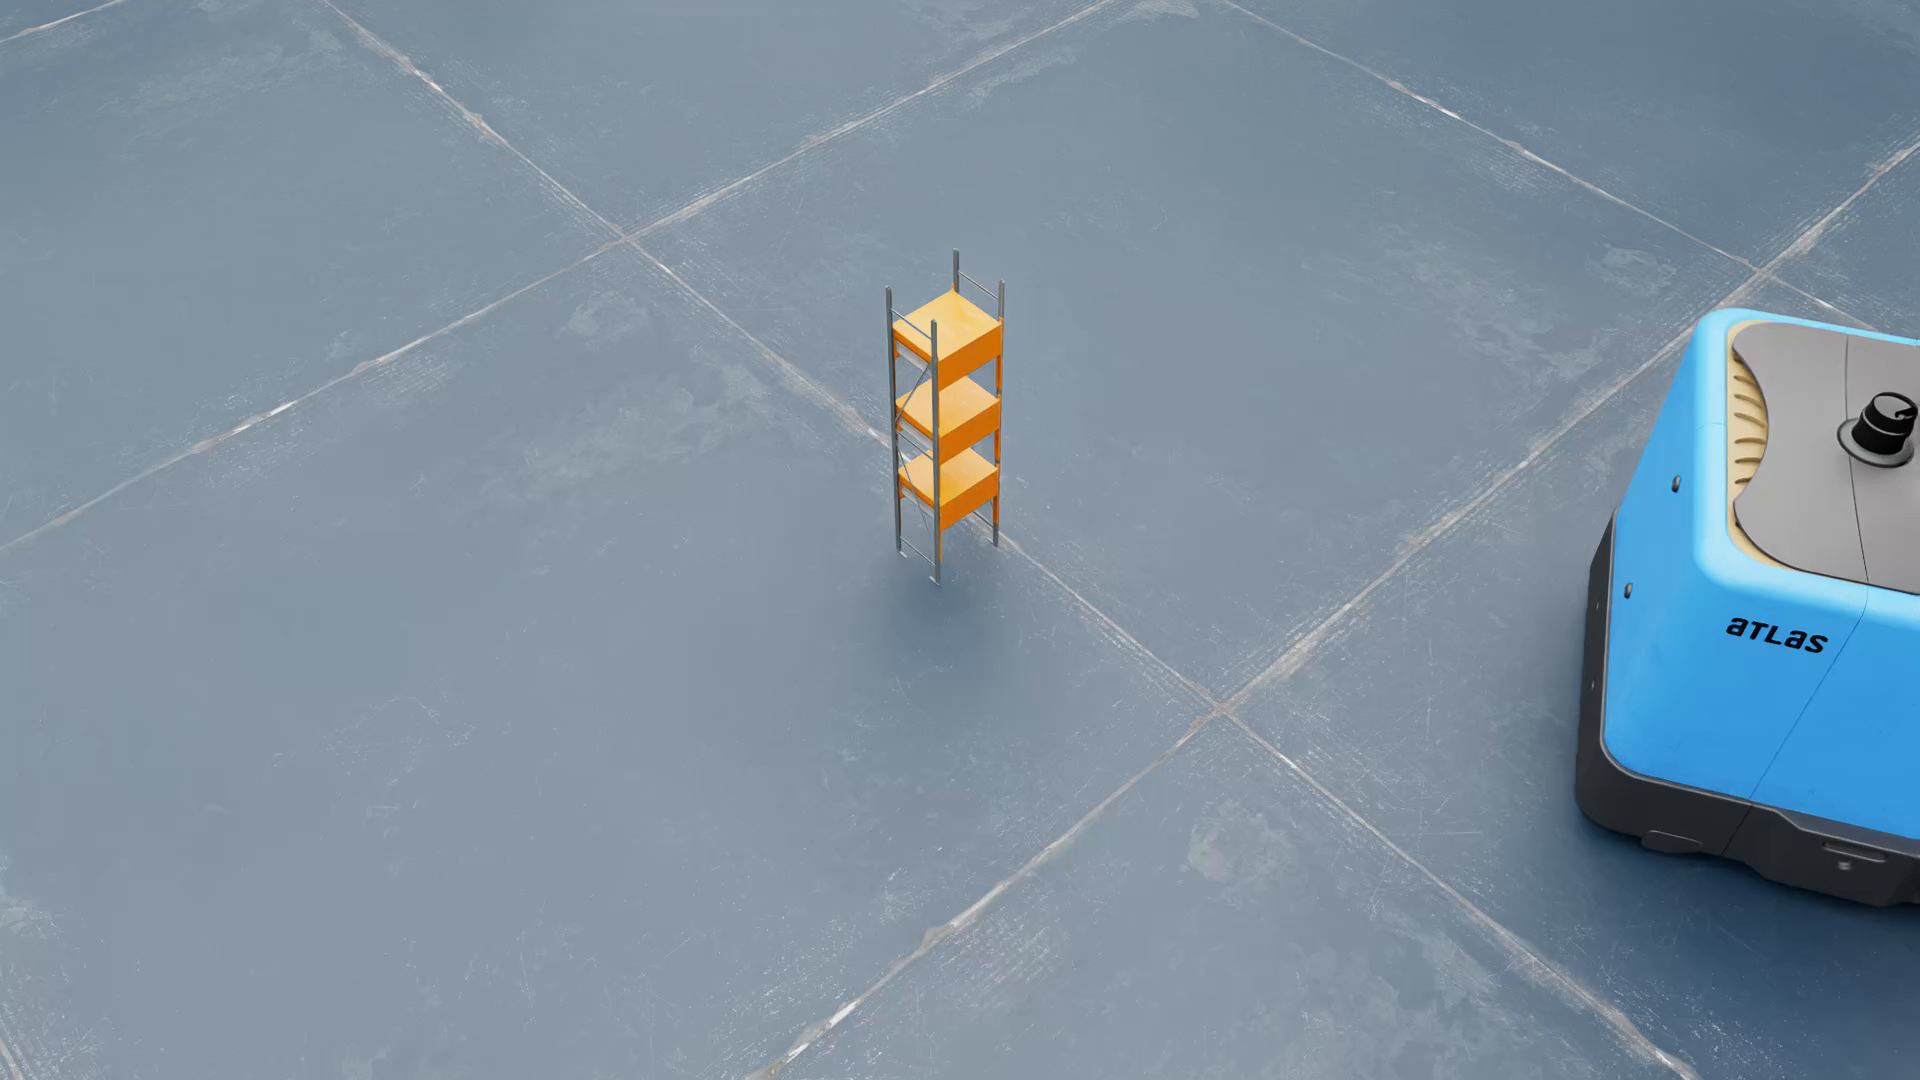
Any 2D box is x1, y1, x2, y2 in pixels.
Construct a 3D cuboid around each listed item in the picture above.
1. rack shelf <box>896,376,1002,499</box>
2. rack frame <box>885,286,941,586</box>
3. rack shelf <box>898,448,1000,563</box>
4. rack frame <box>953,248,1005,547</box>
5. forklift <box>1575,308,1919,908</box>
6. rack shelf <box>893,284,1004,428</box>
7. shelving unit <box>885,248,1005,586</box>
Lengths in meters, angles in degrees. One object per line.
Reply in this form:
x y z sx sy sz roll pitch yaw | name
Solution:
-0.040 -0.322 4.848 0.240 0.259 0.215 -34 56 -27 | rack shelf
-0.130 -0.269 4.784 0.008 1.050 0.200 -34 56 -27 | rack frame
-0.040 -0.134 5.052 0.240 0.259 0.215 -34 56 -27 | rack shelf
0.051 -0.390 4.895 0.008 1.050 0.200 -34 56 -27 | rack frame
3.244 -0.233 3.471 3.031 2.935 1.130 13 49 12 | forklift
-0.040 -0.515 4.639 0.240 0.259 0.215 -34 56 -27 | rack shelf
-0.040 -0.330 4.840 0.252 1.050 0.215 -34 56 -27 | shelving unit
